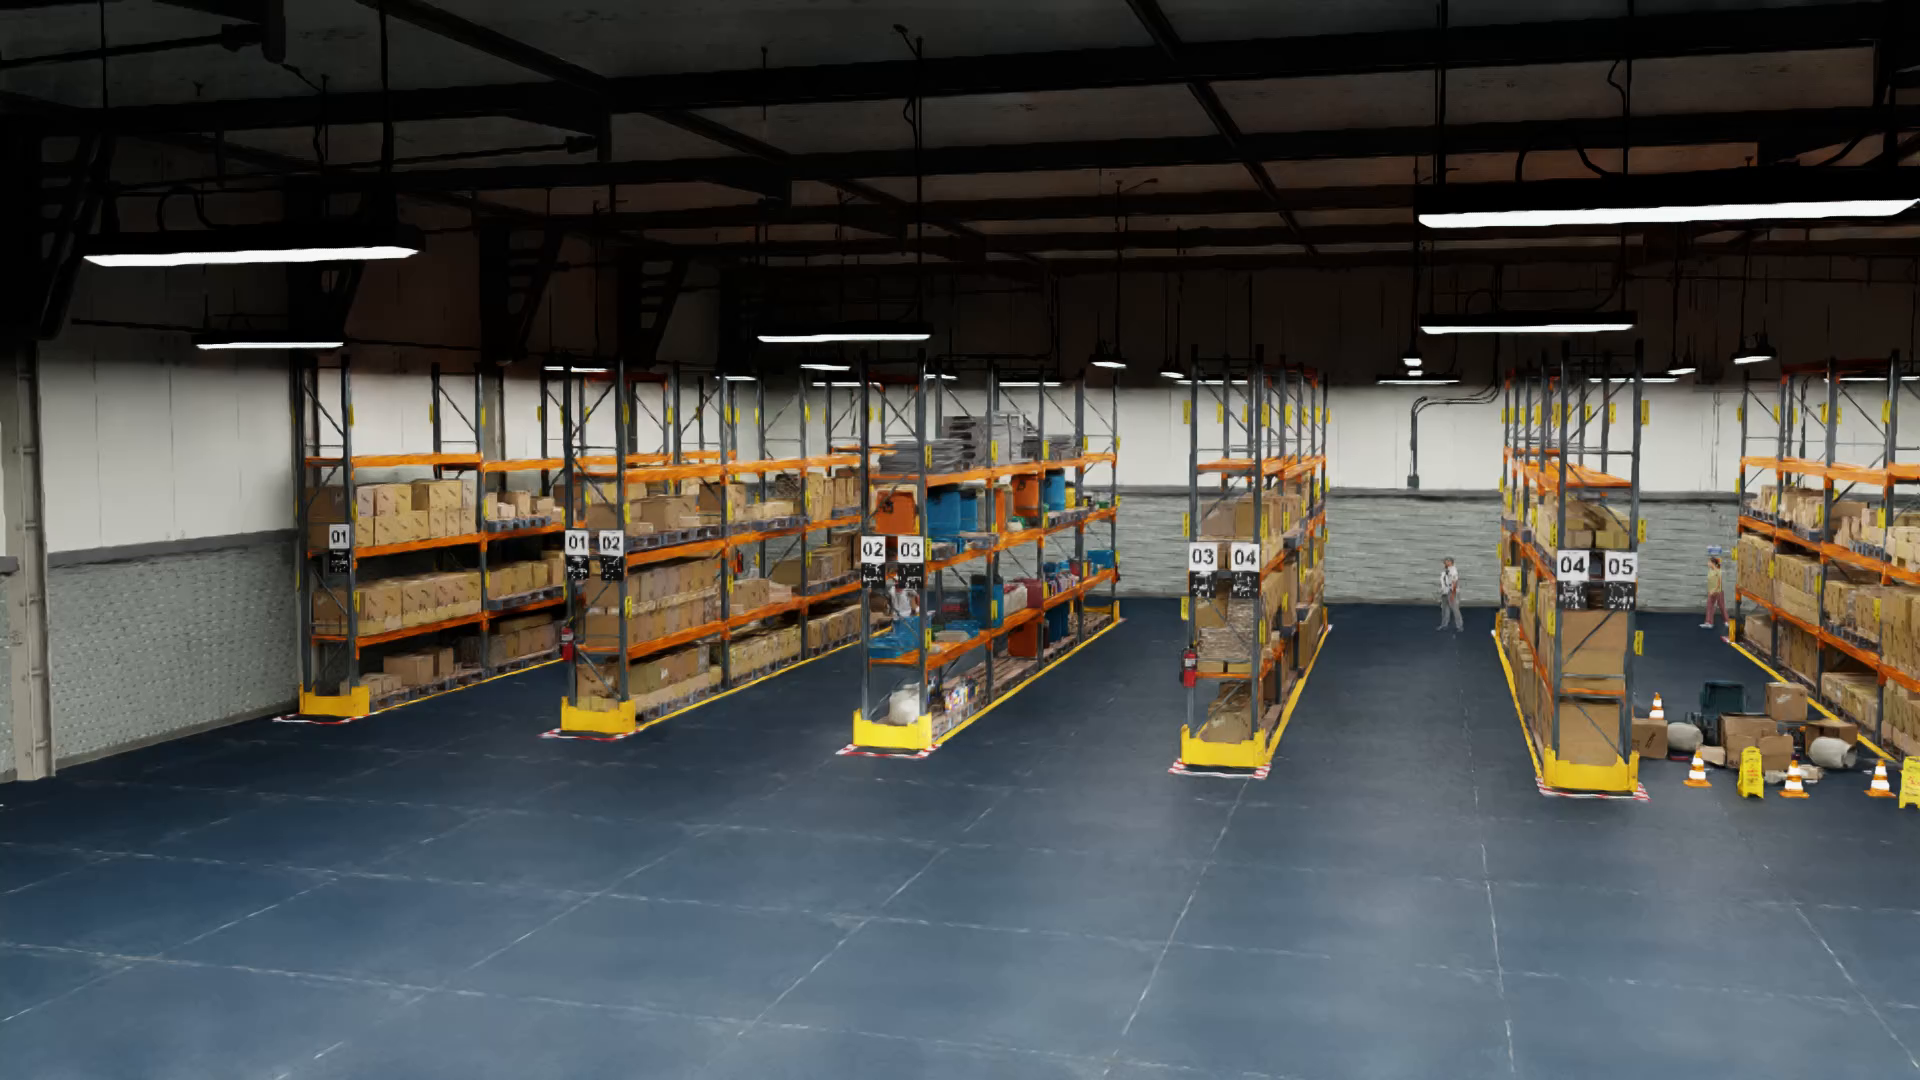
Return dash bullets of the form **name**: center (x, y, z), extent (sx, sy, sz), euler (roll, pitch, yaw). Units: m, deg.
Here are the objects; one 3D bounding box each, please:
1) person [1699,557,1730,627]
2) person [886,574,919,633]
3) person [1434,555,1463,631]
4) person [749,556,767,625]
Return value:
- **person**: center (17.903, 1.226, 39.340), extent (0.702, 1.664, 0.481), euler (-1, 4, -13)
- **person**: center (-1.220, 1.554, 34.739), extent (0.688, 1.712, 0.782), euler (2, 5, 20)
- **person**: center (11.417, 1.233, 38.709), extent (0.565, 1.751, 0.665), euler (0, 4, -6)
- **person**: center (-4.843, 1.185, 39.671), extent (0.564, 1.654, 0.563), euler (4, 6, 42)
